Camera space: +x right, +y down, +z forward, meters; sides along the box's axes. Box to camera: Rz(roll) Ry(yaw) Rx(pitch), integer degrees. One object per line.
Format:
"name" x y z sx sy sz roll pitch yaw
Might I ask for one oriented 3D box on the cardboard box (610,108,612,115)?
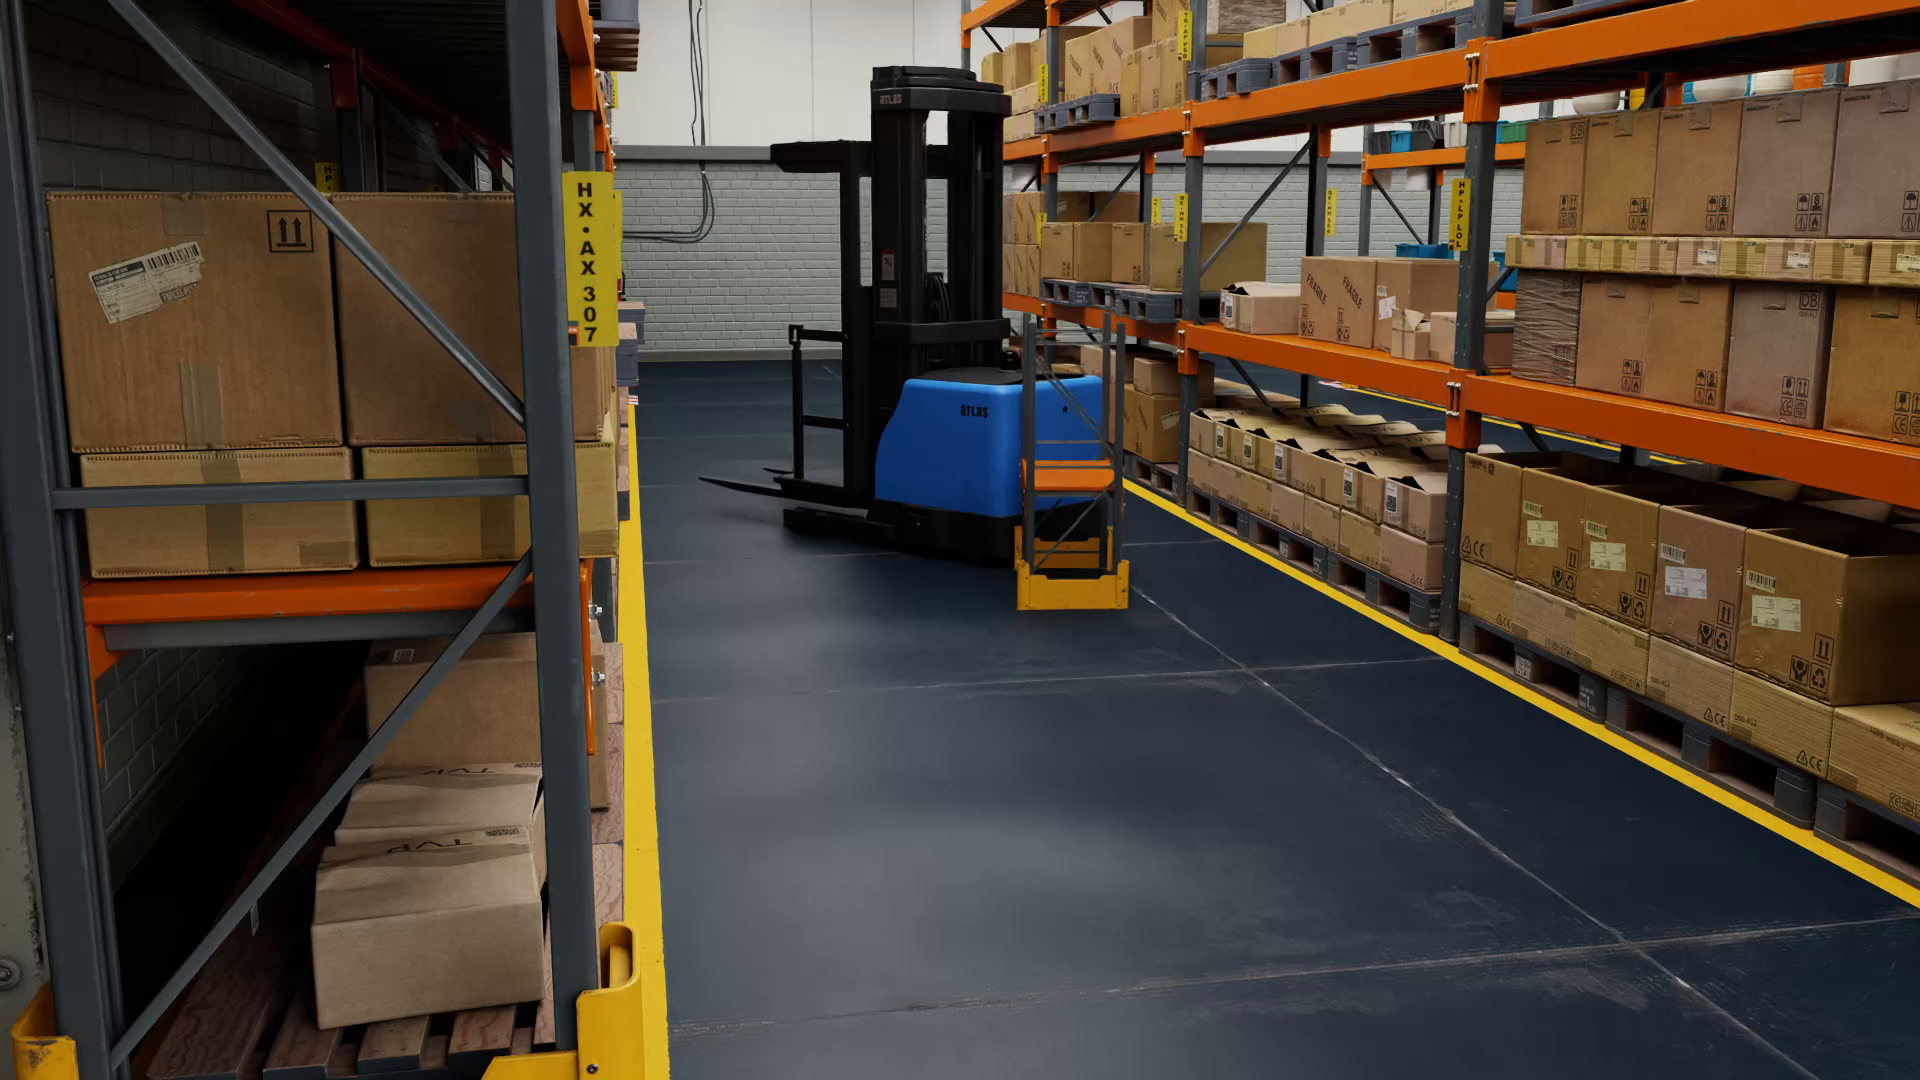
"cardboard box" -3.733 -4.358 16.558 0.500 0.250 0.500 -2 11 -13

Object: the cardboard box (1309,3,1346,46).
"cardboard box" 2.434 -3.056 9.984 0.500 0.250 0.500 -2 11 -12

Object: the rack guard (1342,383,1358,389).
"rack guard" 5.357 -2.154 20.677 1.175 0.500 0.348 -2 11 -11

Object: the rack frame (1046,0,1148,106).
"rack frame" 1.293 -5.412 15.064 1.000 3.000 0.127 -2 11 -11

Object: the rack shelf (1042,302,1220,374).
"rack shelf" 1.682 -1.745 13.765 1.077 0.370 4.000 -2 11 -11

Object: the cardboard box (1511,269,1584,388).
"cardboard box" 2.941 -0.966 7.481 0.700 0.500 0.500 -2 11 -12

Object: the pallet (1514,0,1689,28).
"pallet" 3.040 -2.272 6.827 1.003 0.211 1.213 -2 11 -11

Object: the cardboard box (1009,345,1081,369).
"cardboard box" 0.922 -1.799 17.627 0.797 0.503 0.637 -2 11 -11

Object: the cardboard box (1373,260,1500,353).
"cardboard box" 2.613 -1.285 9.158 0.500 0.500 0.500 -1 11 -7

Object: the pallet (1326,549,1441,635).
"pallet" 2.667 0.238 8.880 1.003 0.211 1.213 -2 11 -11

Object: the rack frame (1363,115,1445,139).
"rack frame" 5.374 -6.325 19.862 1.000 3.000 0.127 -2 11 -11

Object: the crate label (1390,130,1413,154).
"crate label" 5.237 -4.598 19.205 0.408 0.251 0.502 -2 11 -11

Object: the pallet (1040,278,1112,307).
"pallet" 1.341 -2.220 14.852 1.003 0.211 1.213 -2 11 -11

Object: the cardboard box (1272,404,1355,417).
"cardboard box" 2.414 -0.775 11.479 0.500 0.311 0.500 -2 11 -10

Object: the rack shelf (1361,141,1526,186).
"rack shelf" 5.763 -4.131 18.282 1.077 0.370 4.000 -2 11 -11

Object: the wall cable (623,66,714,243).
"wall cable" -5.093 -5.490 23.778 3.097 2.526 0.112 -2 11 -11

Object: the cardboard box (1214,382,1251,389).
"cardboard box" 2.062 -1.001 13.444 0.500 0.500 0.500 -2 11 -12

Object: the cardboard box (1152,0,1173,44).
"cardboard box" 1.794 -4.013 12.792 0.500 0.500 0.500 -2 11 -11

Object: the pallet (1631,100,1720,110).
"pallet" 6.624 -3.677 14.476 1.003 0.211 1.213 -2 11 -11

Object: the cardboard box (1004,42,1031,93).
"cardboard box" 0.853 -4.841 17.146 0.700 0.500 0.500 -2 11 -11

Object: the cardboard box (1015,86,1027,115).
"cardboard box" 0.838 -4.282 16.211 0.500 0.250 0.500 -2 11 -11

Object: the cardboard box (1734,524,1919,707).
"cardboard box" 3.021 0.241 5.631 0.500 0.500 0.500 -2 11 -11

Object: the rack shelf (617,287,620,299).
"rack shelf" -3.955 -2.298 16.670 1.077 0.370 4.000 -2 11 -11

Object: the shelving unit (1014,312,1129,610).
"shelving unit" 0.605 -0.471 9.159 0.587 1.500 1.083 0 11 1

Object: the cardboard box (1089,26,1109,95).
"cardboard box" 1.471 -4.026 14.148 0.600 0.600 0.600 -2 11 -12

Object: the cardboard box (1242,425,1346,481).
"cardboard box" 2.092 -0.566 10.379 0.500 0.311 0.500 -2 11 -13

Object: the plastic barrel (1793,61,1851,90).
"plastic barrel" 6.823 -3.906 12.901 0.600 0.830 0.708 -2 11 -11

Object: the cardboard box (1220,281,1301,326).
"cardboard box" 2.098 -1.619 11.420 0.500 0.311 0.500 -1 11 -7

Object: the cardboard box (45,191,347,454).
"cardboard box" -1.532 -0.467 3.468 0.500 0.500 0.500 -2 11 -12

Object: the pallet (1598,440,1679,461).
"pallet" 6.502 -0.907 14.899 1.003 0.211 1.213 -2 11 -11

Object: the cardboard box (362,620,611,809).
"cardboard box" -1.483 0.557 5.254 0.700 0.500 0.500 -3 11 -15

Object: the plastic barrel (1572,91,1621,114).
"plastic barrel" 6.009 -4.285 15.681 0.433 0.535 0.433 0 11 0

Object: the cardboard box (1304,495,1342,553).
"cardboard box" 2.287 -0.106 9.459 0.500 0.250 0.500 -2 11 -10

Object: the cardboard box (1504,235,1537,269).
"cardboard box" 2.711 -1.309 7.551 0.380 0.149 0.250 -2 11 -11

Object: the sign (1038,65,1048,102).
"sign" 0.762 -4.171 15.186 0.100 0.325 0.005 -2 11 -11

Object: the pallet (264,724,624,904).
"pallet" -1.604 0.899 5.409 1.003 0.211 1.213 -2 11 -11

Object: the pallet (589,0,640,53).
"pallet" -2.025 -2.315 7.319 1.213 0.211 1.003 -2 11 -11

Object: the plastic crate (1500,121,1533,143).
"plastic crate" 5.773 -4.081 16.658 0.450 0.188 0.662 -2 11 -11

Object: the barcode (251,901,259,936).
"barcode" -1.674 0.898 3.946 0.001 0.075 0.075 -2 11 -11

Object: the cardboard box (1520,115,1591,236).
"cardboard box" 2.941 -1.603 7.360 0.700 0.500 0.500 -2 11 -11

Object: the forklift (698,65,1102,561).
"forklift" -0.524 -1.522 10.856 3.031 2.935 1.130 10 14 41

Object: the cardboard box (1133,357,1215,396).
"cardboard box" 1.643 -1.261 12.803 0.500 0.250 0.500 -2 11 -9

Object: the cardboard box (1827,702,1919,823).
"cardboard box" 3.123 0.701 5.220 0.500 0.250 0.500 -2 11 -11

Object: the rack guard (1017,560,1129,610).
"rack guard" 0.597 0.236 8.787 0.587 0.250 0.087 0 11 1

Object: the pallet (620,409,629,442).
"pallet" -3.637 -1.057 15.684 1.003 0.211 1.213 -2 11 -11

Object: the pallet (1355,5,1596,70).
"pallet" 2.664 -2.539 8.501 0.805 0.209 1.217 -3 11 -13

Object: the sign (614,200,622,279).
"sign" -1.479 -1.263 6.997 0.100 0.325 0.005 -2 11 -11

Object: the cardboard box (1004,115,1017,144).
"cardboard box" 0.745 -4.128 16.741 0.500 0.250 0.500 -2 11 -11

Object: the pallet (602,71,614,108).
"pallet" -2.965 -3.048 11.168 1.213 0.211 1.003 -2 11 -8

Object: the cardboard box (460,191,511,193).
"cardboard box" -3.130 -2.198 11.099 0.500 0.250 0.500 -2 11 -9

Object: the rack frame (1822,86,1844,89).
"rack frame" 6.930 -1.911 12.714 1.000 3.000 0.127 -2 11 -11

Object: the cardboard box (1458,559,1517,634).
"cardboard box" 2.641 0.243 7.630 0.500 0.250 0.500 -2 11 -11

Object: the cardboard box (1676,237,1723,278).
"cardboard box" 2.965 -1.073 6.310 0.380 0.149 0.250 -2 11 -13

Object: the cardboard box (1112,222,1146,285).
"cardboard box" 1.697 -2.399 13.886 0.700 0.500 0.500 -5 12 -25

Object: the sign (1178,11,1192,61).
"sign" 1.538 -3.440 11.340 0.100 0.325 0.005 -2 11 -11

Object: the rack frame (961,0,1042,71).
"rack frame" 0.515 -6.146 18.919 1.000 3.000 0.127 -2 11 -11
